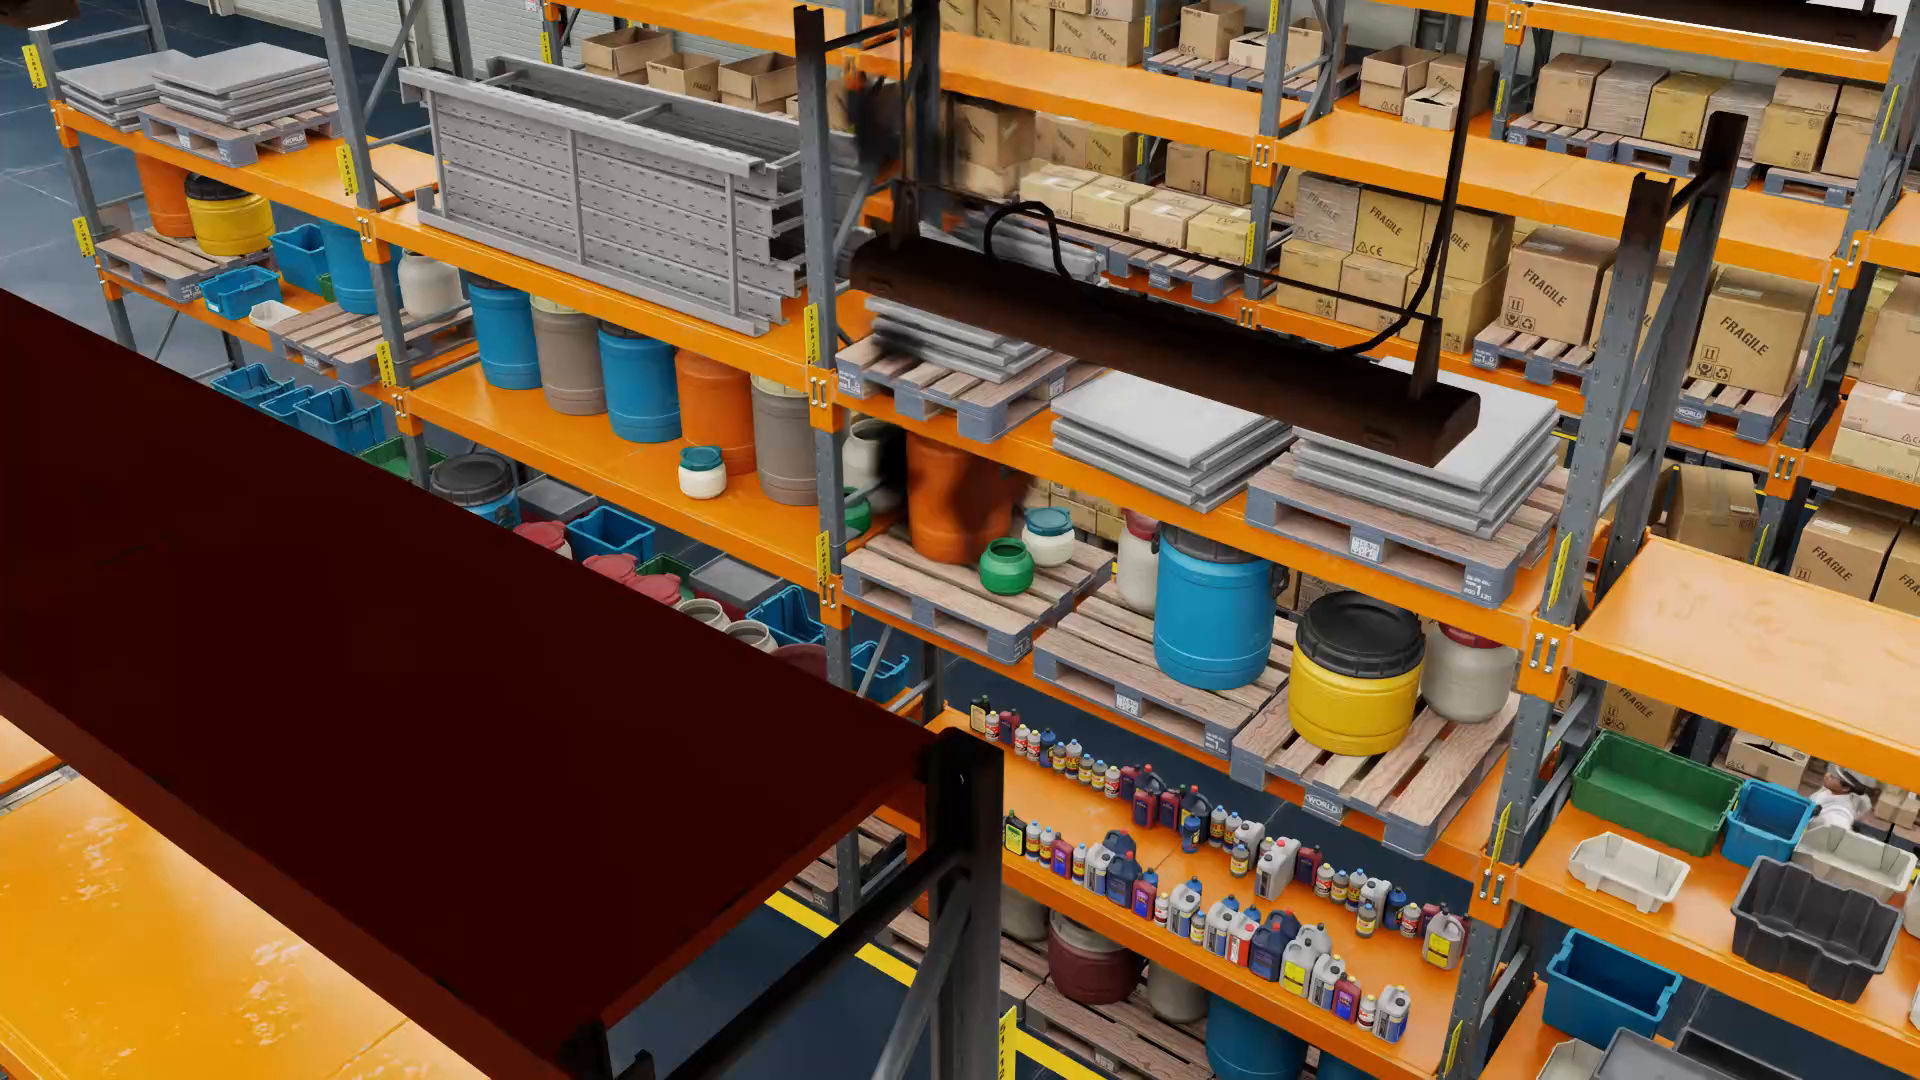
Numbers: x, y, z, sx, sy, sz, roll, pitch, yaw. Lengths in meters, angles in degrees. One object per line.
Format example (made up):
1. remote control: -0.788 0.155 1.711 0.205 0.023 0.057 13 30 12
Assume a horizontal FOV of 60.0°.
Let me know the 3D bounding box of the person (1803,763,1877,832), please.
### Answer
1. person: 5.330 1.994 10.420 0.599 1.661 0.625 15 35 23
